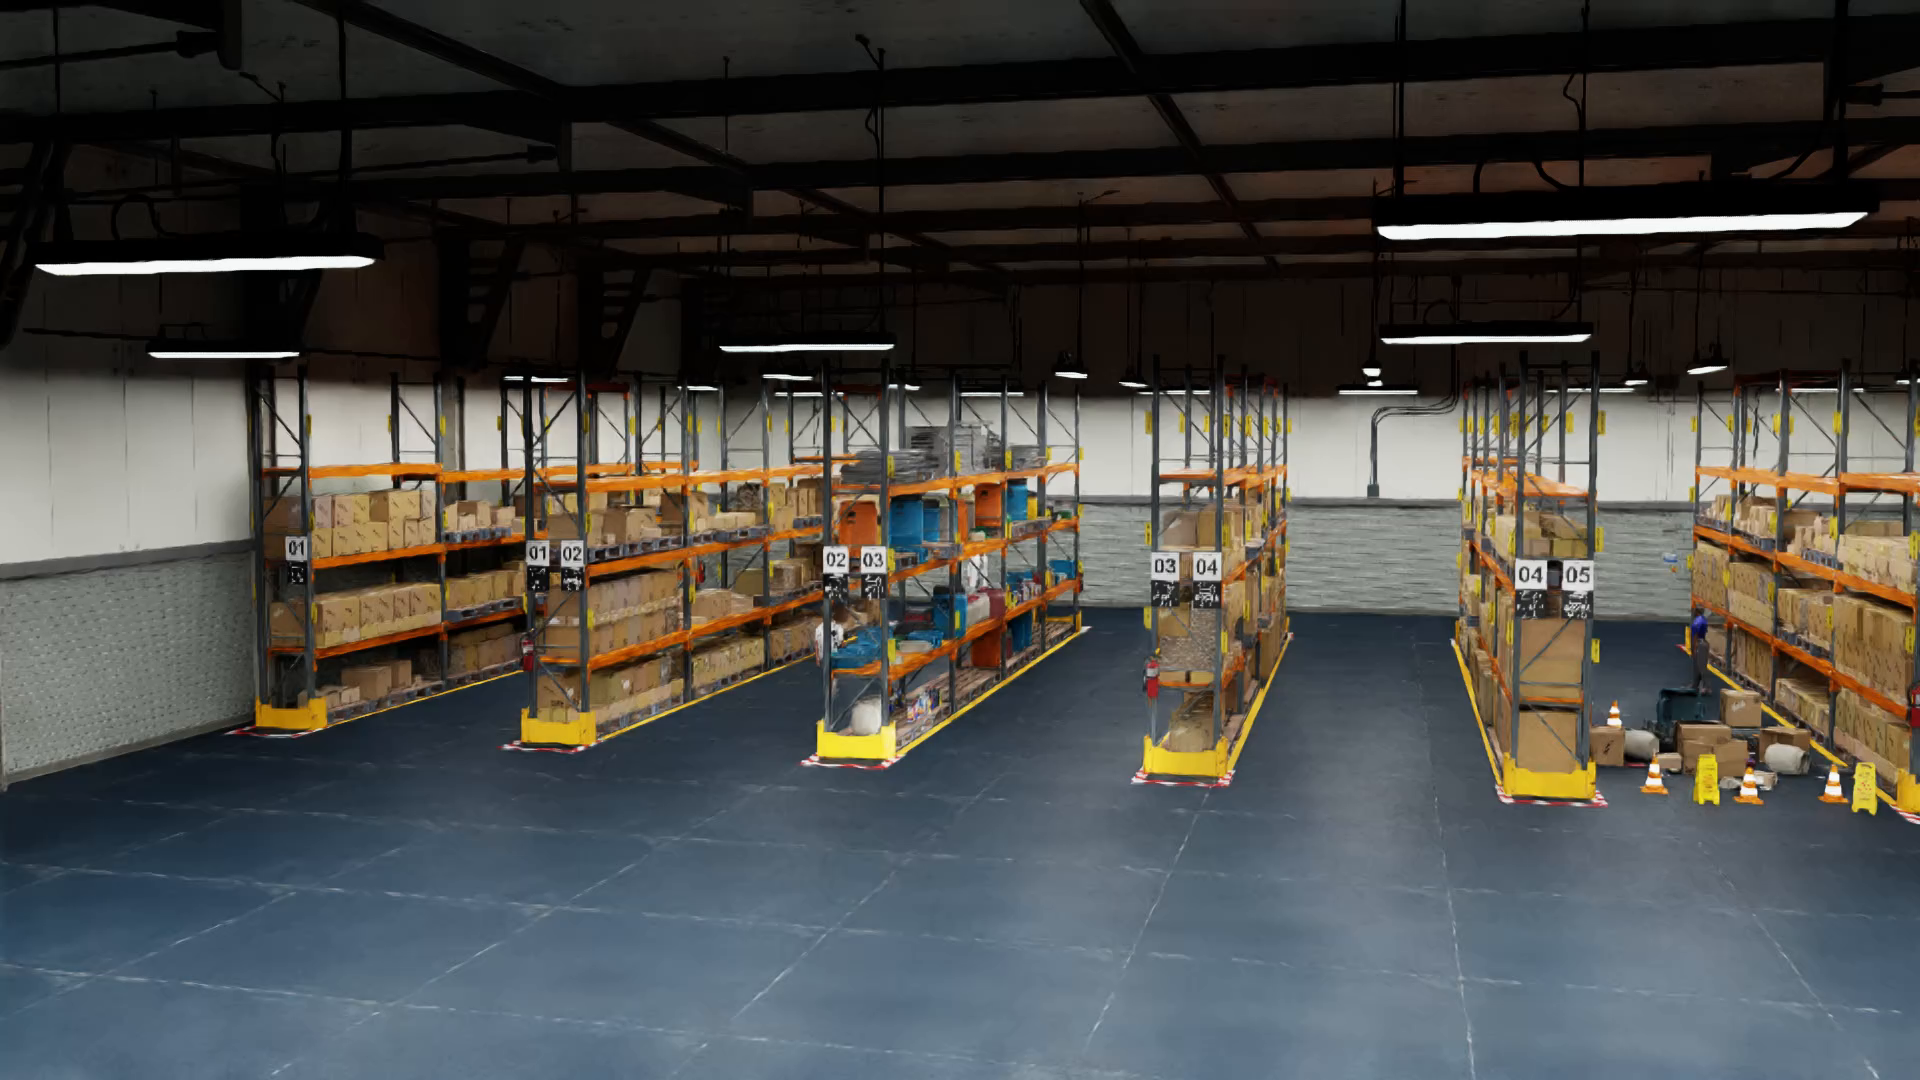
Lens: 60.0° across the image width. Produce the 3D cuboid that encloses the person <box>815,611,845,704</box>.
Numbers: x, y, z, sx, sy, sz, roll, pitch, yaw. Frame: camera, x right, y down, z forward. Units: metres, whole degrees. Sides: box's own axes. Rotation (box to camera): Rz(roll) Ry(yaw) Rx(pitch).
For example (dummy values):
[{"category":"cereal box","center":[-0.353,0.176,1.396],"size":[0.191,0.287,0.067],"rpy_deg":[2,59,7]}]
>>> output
[{"category":"person","center":[-2.366,2.083,29.956],"size":[0.542,1.675,1.126],"rpy_deg":[1,4,16]}]

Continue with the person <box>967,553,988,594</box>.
[{"category":"person","center":[0.464,1.011,45.145],"size":[0.622,1.767,0.615],"rpy_deg":[-1,4,-20]}]

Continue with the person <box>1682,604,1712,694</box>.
[{"category":"person","center":[13.820,2.016,31.144],"size":[0.557,1.650,0.588],"rpy_deg":[3,5,33]}]
